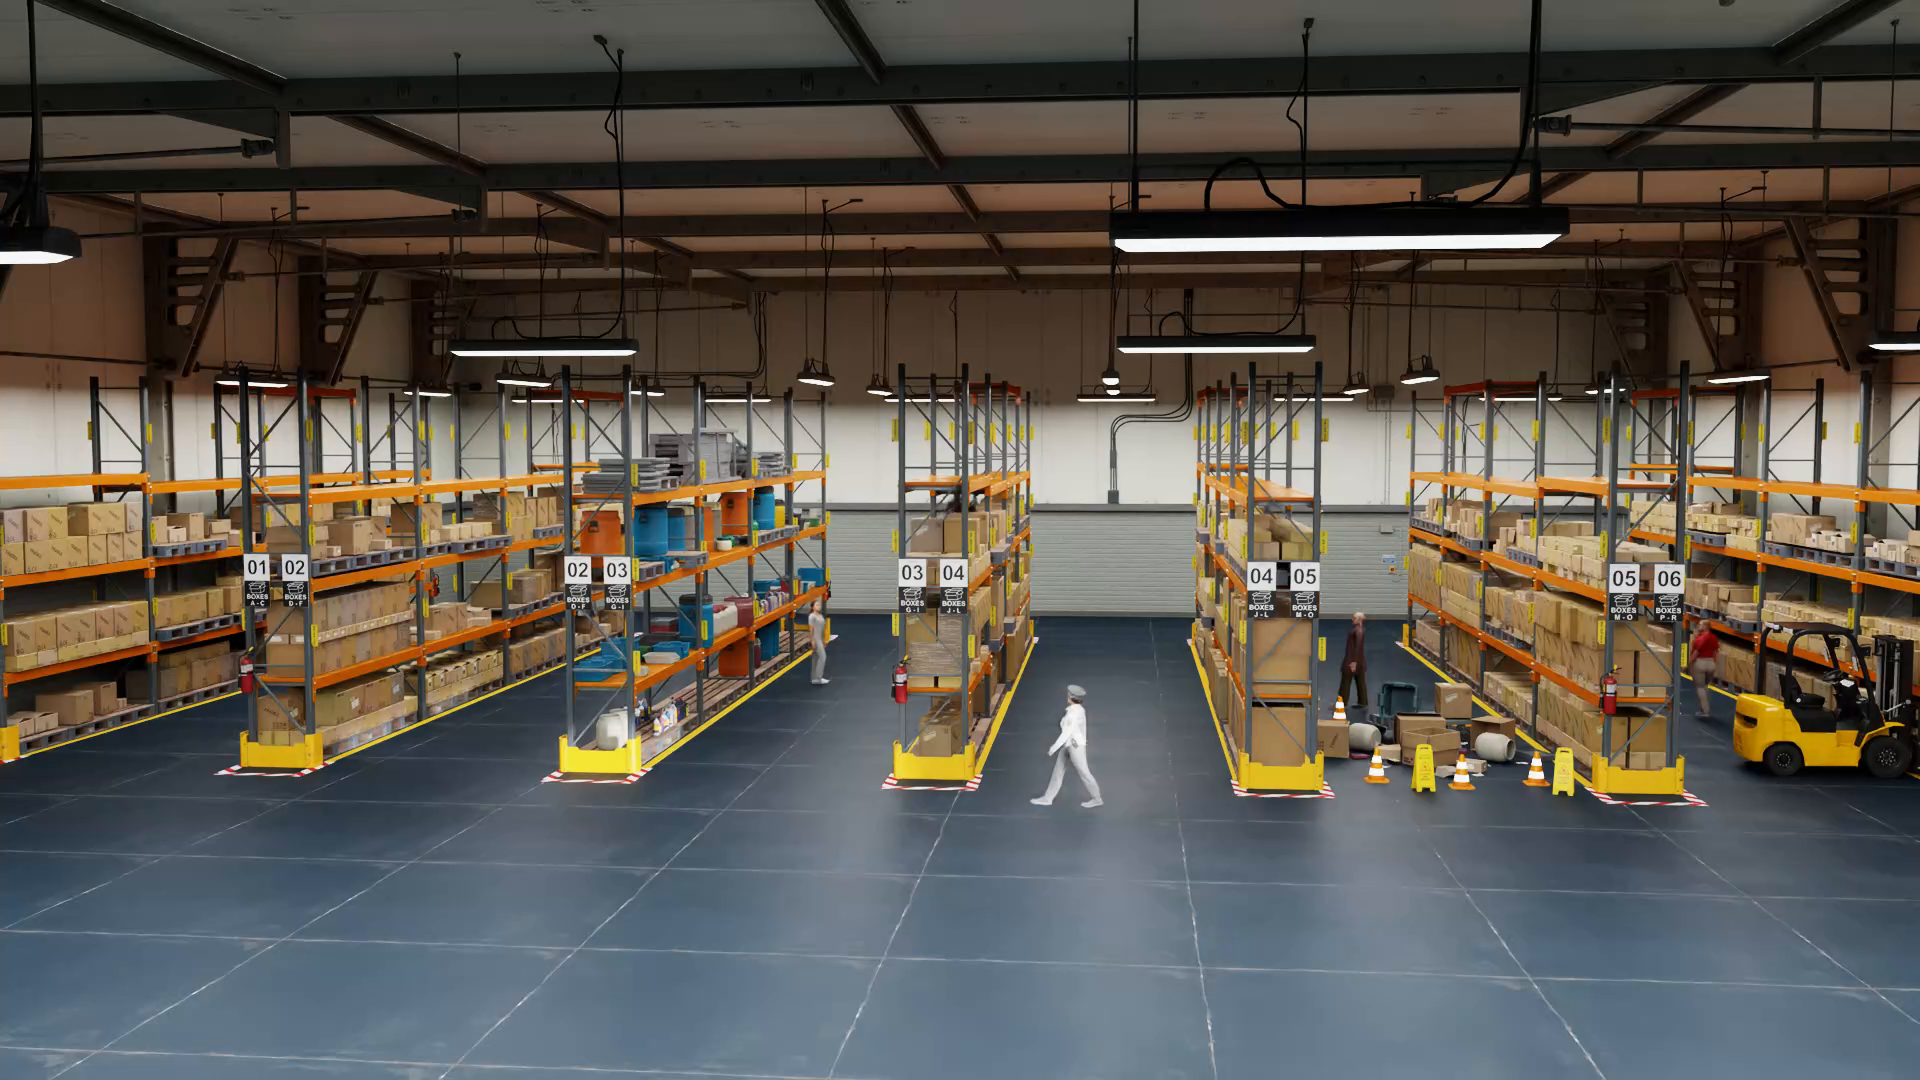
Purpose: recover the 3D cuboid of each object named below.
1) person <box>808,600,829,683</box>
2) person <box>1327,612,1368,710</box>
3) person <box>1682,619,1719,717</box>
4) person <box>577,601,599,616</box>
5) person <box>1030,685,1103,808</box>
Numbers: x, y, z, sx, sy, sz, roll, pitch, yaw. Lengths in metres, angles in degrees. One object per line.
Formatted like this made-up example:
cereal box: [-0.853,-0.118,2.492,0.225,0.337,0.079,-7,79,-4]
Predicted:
person: [-2.804,2.026,33.125,0.447,1.668,0.488,1,4,9]
person: [7.093,2.182,30.152,0.566,1.769,0.733,-4,5,-45]
person: [13.043,2.311,29.241,0.620,1.683,0.686,0,4,-5]
person: [-9.556,1.397,42.644,0.688,1.720,1.060,1,4,15]
person: [1.427,2.741,22.081,0.936,1.643,0.459,-1,4,-9]
